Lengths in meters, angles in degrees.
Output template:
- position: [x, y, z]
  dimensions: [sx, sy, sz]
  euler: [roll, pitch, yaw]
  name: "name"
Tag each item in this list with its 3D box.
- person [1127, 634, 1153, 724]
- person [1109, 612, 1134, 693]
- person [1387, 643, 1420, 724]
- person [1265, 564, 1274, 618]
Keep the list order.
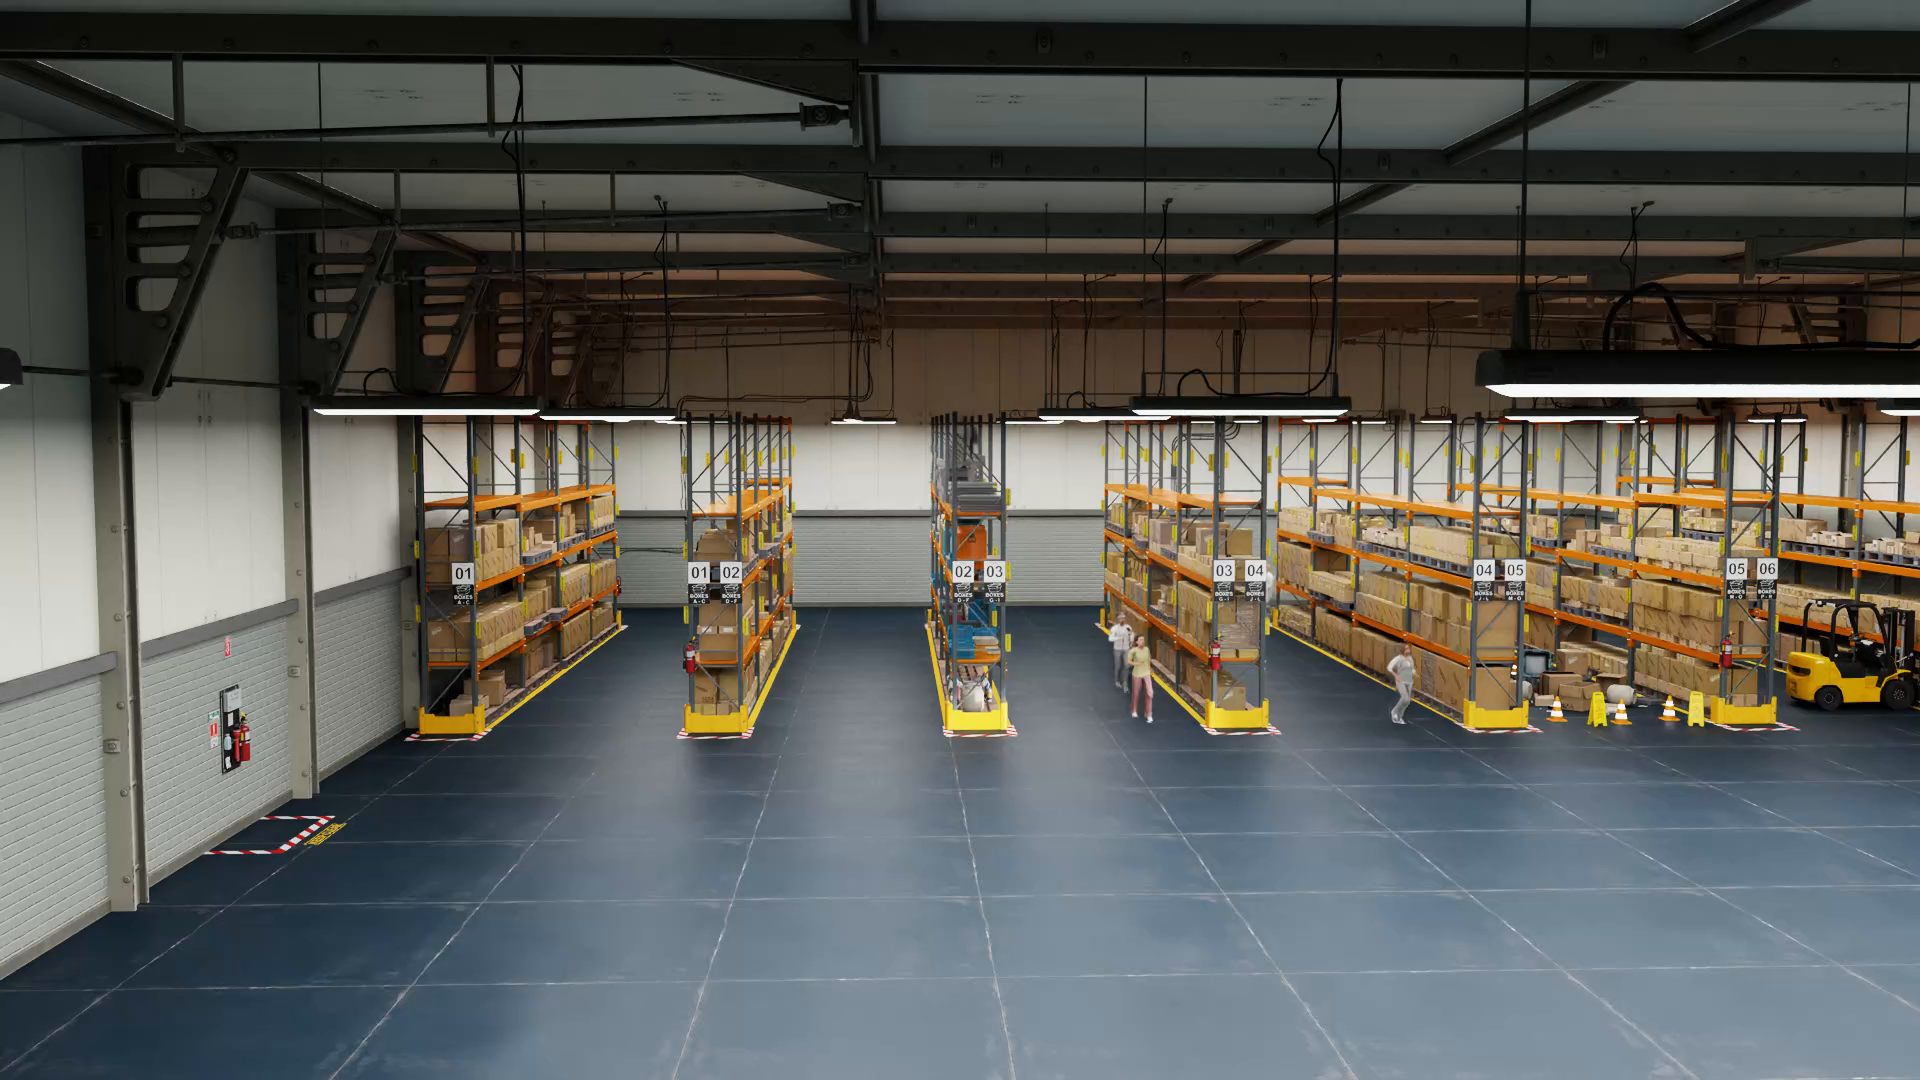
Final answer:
- position: [3.500, 2.687, 32.338]
  dimensions: [0.581, 1.737, 0.691]
  euler: [-1, 4, -16]
  name: "person"
- position: [3.513, 2.423, 36.049]
  dimensions: [0.594, 1.745, 0.712]
  euler: [0, 4, -2]
  name: "person"
- position: [8.547, 2.768, 31.918]
  dimensions: [0.536, 1.555, 0.563]
  euler: [-2, 4, -22]
  name: "person"
- position: [9.018, 1.543, 48.941]
  dimensions: [0.637, 1.691, 0.823]
  euler: [-1, 4, -12]
  name: "person"
